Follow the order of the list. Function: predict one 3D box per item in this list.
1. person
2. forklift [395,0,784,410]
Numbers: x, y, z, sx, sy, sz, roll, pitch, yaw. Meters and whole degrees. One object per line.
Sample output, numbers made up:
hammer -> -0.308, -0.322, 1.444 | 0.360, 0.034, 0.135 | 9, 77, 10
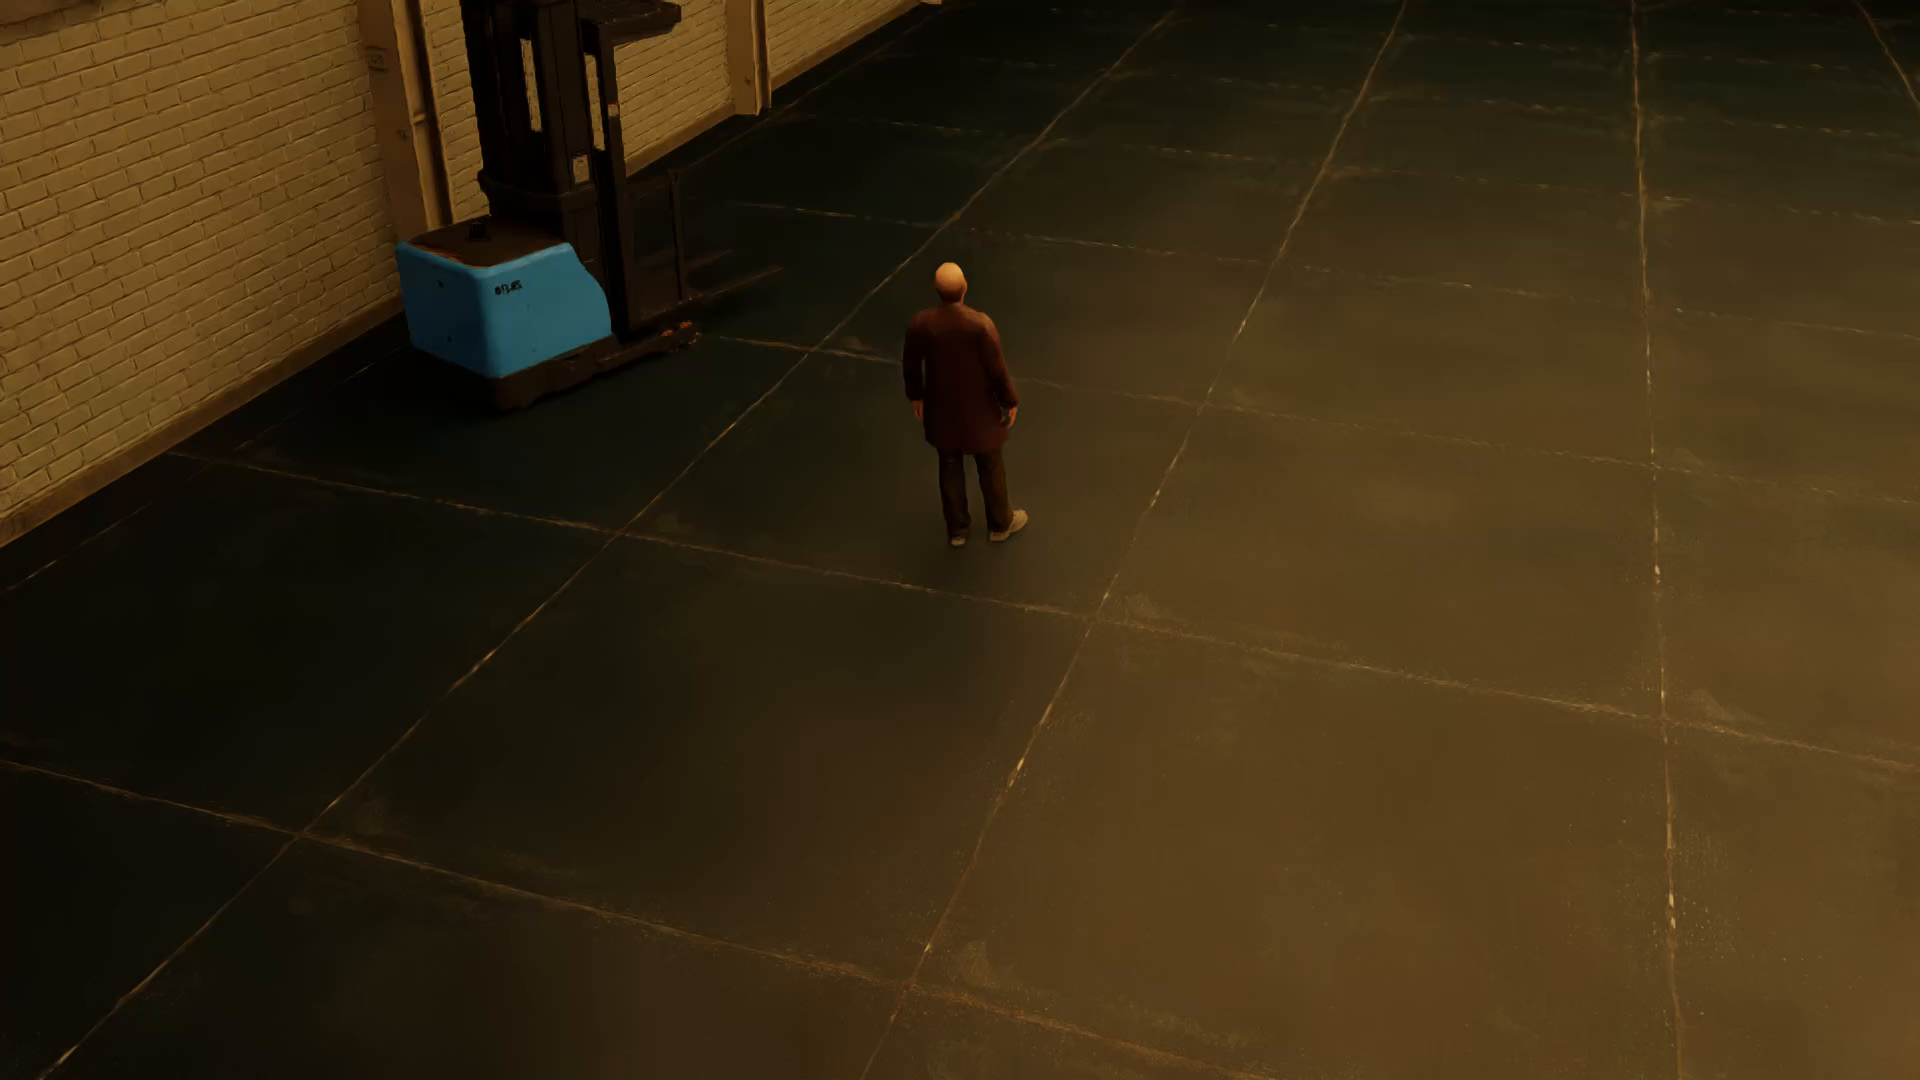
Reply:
person -> 0.034, -0.820, 9.726 | 0.694, 1.776, 0.580 | 10, 31, 16
forklift -> -2.643, -2.837, 12.113 | 1.130, 2.935, 3.031 | 22, 36, 33
